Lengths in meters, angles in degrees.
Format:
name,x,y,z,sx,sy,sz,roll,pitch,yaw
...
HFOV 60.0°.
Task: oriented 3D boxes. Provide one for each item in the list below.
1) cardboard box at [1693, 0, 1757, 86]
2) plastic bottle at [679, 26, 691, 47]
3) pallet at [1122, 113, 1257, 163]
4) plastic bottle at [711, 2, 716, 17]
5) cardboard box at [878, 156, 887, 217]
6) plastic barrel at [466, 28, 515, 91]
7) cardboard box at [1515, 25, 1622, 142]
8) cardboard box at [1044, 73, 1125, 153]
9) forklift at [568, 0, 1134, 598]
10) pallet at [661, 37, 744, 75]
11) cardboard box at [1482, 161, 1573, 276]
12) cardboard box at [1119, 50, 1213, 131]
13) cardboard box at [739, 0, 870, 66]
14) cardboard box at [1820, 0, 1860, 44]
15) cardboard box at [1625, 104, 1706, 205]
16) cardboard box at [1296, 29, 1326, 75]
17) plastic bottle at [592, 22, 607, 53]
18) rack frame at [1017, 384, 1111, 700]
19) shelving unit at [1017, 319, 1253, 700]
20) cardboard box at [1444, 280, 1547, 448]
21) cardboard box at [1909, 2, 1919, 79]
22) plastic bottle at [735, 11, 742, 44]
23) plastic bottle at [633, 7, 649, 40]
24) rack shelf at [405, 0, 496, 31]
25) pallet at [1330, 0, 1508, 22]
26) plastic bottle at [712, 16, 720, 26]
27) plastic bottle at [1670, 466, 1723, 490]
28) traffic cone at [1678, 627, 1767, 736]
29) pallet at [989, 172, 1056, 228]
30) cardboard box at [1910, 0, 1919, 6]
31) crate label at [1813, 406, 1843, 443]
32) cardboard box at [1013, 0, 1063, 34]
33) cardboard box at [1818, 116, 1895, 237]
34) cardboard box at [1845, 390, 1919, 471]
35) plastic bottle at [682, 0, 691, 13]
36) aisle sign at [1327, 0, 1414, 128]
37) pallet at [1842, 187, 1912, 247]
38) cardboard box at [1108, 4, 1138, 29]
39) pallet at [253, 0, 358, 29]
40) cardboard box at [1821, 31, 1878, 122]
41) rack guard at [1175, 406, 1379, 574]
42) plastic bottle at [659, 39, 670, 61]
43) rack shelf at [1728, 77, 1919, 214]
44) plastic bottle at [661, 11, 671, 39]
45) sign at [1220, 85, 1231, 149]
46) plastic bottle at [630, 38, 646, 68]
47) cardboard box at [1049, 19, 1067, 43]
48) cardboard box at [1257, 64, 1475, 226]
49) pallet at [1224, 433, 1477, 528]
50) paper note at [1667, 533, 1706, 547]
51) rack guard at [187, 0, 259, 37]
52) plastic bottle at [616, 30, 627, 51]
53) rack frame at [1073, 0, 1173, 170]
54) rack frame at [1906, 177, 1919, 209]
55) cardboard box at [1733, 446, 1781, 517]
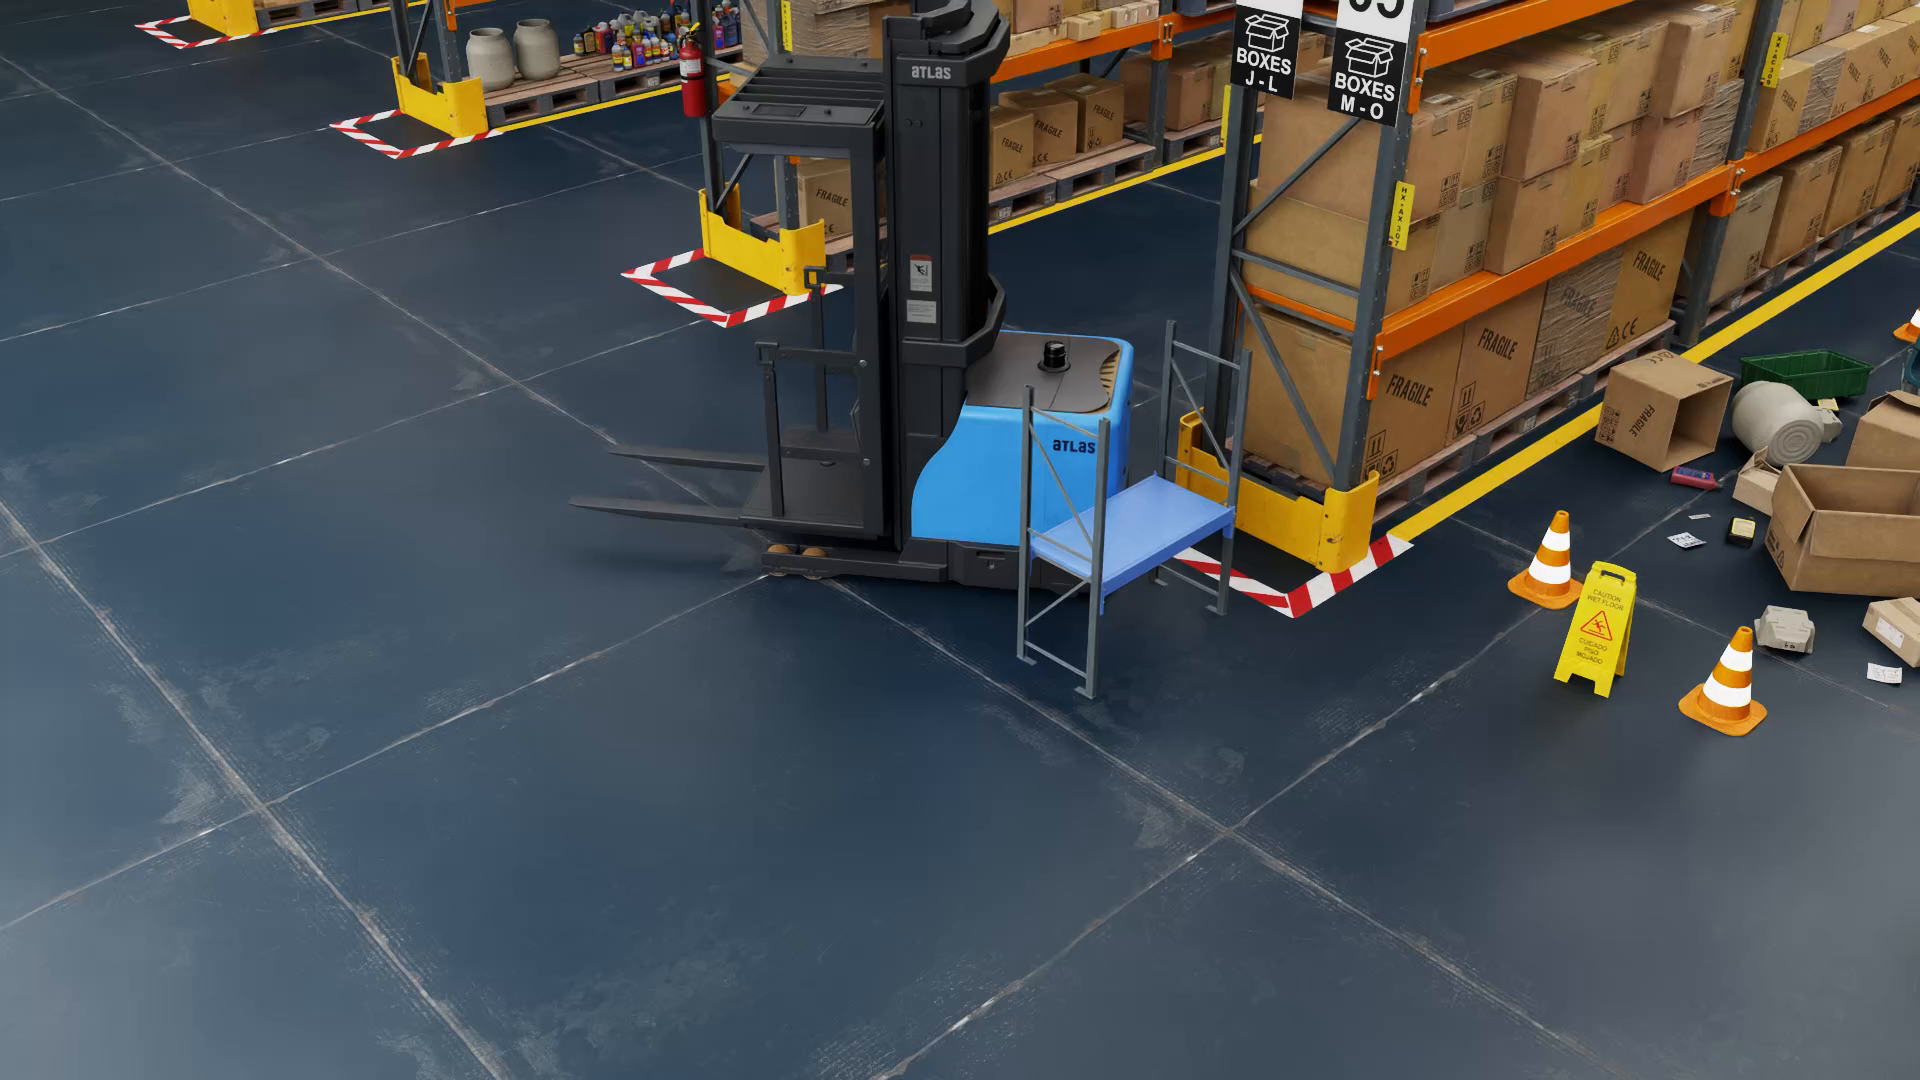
name,x,y,z,sx,sy,sz,roll,pitch,yaw
cardboard box,4.397,-3.202,10.432,0.550,0.550,0.875,-26,40,-35
plastic bottle,-2.751,-5.071,16.857,0.135,0.276,0.152,-25,39,-35
pallet,1.962,-3.815,15.287,1.213,0.211,1.003,-26,40,-35
plastic bottle,-2.653,-5.541,17.618,0.133,0.283,0.061,-26,40,-35
cardboard box,-0.657,-2.862,13.049,0.500,0.500,0.500,-15,35,-23
plastic barrel,-4.478,-4.584,15.854,0.421,0.512,0.421,0,31,0
cardboard box,3.200,-2.632,9.500,0.500,0.550,0.875,-26,40,-35
cardboard box,1.072,-3.714,14.442,0.500,0.500,0.500,-27,41,-37
forklift,-0.614,-1.305,8.574,3.031,2.935,1.130,5,32,8
pallet,-2.496,-5.211,17.569,1.213,0.211,1.003,-26,40,-35
cardboard box,2.883,-1.943,9.408,0.550,0.550,0.875,-26,40,-35
cardboard box,1.857,-4.059,14.987,0.700,0.500,0.500,26,40,35
cardboard box,-1.119,-3.663,11.985,0.500,0.500,0.875,-26,40,-35
cardboard box,5.797,-3.805,11.542,0.500,0.500,0.700,-25,40,-35
cardboard box,4.040,-2.520,10.351,0.550,0.550,0.875,-26,40,-35
cardboard box,3.039,-4.617,15.900,0.500,0.500,0.700,-22,38,-32
plastic bottle,-3.656,-5.128,16.949,0.135,0.276,0.152,-25,40,-35
rack frame,0.470,0.030,7.763,0.032,1.500,0.500,-27,41,-37
shelving unit,0.833,-0.156,8.067,1.048,1.500,0.538,-27,41,-37
cardboard box,2.854,-1.227,10.016,0.875,0.875,0.875,-27,40,-36
cardboard box,7.109,-3.817,12.522,0.500,0.500,0.500,-26,40,-35
plastic bottle,-2.252,-5.342,17.228,0.185,0.351,0.144,-27,41,-37
plastic bottle,-3.300,-5.335,17.217,0.185,0.351,0.144,-26,40,-36
rack shelf,-3.442,-5.606,16.233,4.000,0.370,1.077,-26,40,-35
pallet,2.294,-2.885,8.302,1.213,0.211,1.003,-26,40,-35
plastic bottle,-2.512,-5.289,17.214,0.135,0.276,0.152,-26,40,-35
plastic bottle,4.338,-0.358,9.777,0.283,0.061,0.133,15,34,23
traffic cone,3.631,0.614,7.802,0.334,0.463,0.336,-26,40,-35
pallet,0.029,-2.852,13.711,1.213,0.211,1.003,-26,40,-35
cardboard box,6.918,-4.347,12.430,0.500,0.500,0.700,-26,40,-36
crate label,5.290,-0.723,10.302,0.298,0.136,0.250,4,32,6
cardboard box,0.331,-4.382,13.160,0.500,0.500,0.875,-26,40,-35
cardboard box,6.477,-2.940,12.937,0.750,0.750,1.050,-25,39,-35
cardboard box,5.444,-0.437,9.353,0.503,0.637,0.797,-26,40,-35
plastic bottle,-2.849,-5.553,17.573,0.185,0.351,0.144,-25,39,-34
aisle sign,1.909,-2.345,7.718,0.004,0.787,0.394,-26,40,-35
pallet,6.994,-2.773,13.583,1.213,0.211,1.003,-26,40,-35
cardboard box,1.245,-4.347,13.725,0.250,0.149,0.380,-26,40,-35
pallet,-7.741,-6.198,19.183,1.213,0.211,1.003,-26,40,-35
cardboard box,5.997,-3.277,11.637,0.500,0.500,0.500,-26,40,-36
rack guard,1.740,-0.301,9.263,0.348,0.500,1.175,-26,40,-35
plastic bottle,-2.970,-4.914,16.671,0.097,0.201,0.097,0,31,0
rack shelf,6.157,-3.197,12.293,4.000,0.370,1.077,-26,40,-35
plastic bottle,-3.070,-5.385,17.375,0.097,0.271,0.097,0,31,0
sign,1.399,-2.183,8.608,0.005,0.325,0.100,-26,40,-35
plastic bottle,-3.189,-4.830,16.455,0.133,0.283,0.061,-25,39,-35
cardboard box,0.640,-4.112,13.340,0.250,0.149,0.380,-26,40,-35
cardboard box,2.056,-2.017,8.495,0.550,0.550,0.875,-26,40,-35
pallet,2.291,-0.500,9.865,1.213,0.211,1.003,-26,40,-35
paper note,4.031,0.000,9.223,0.142,0.017,0.144,-12,34,-19
rack guard,-8.291,-6.025,18.624,0.348,0.500,1.175,-26,40,-35
plastic bottle,-3.456,-5.104,16.982,0.097,0.201,0.097,0,31,0
rack frame,1.392,-4.728,14.107,0.127,3.000,1.000,-26,40,-35
rack frame,7.624,-4.214,13.265,0.127,3.000,1.000,-26,40,-35
cardboard box,4.682,-0.314,9.509,0.258,0.266,0.396,-19,36,-28
